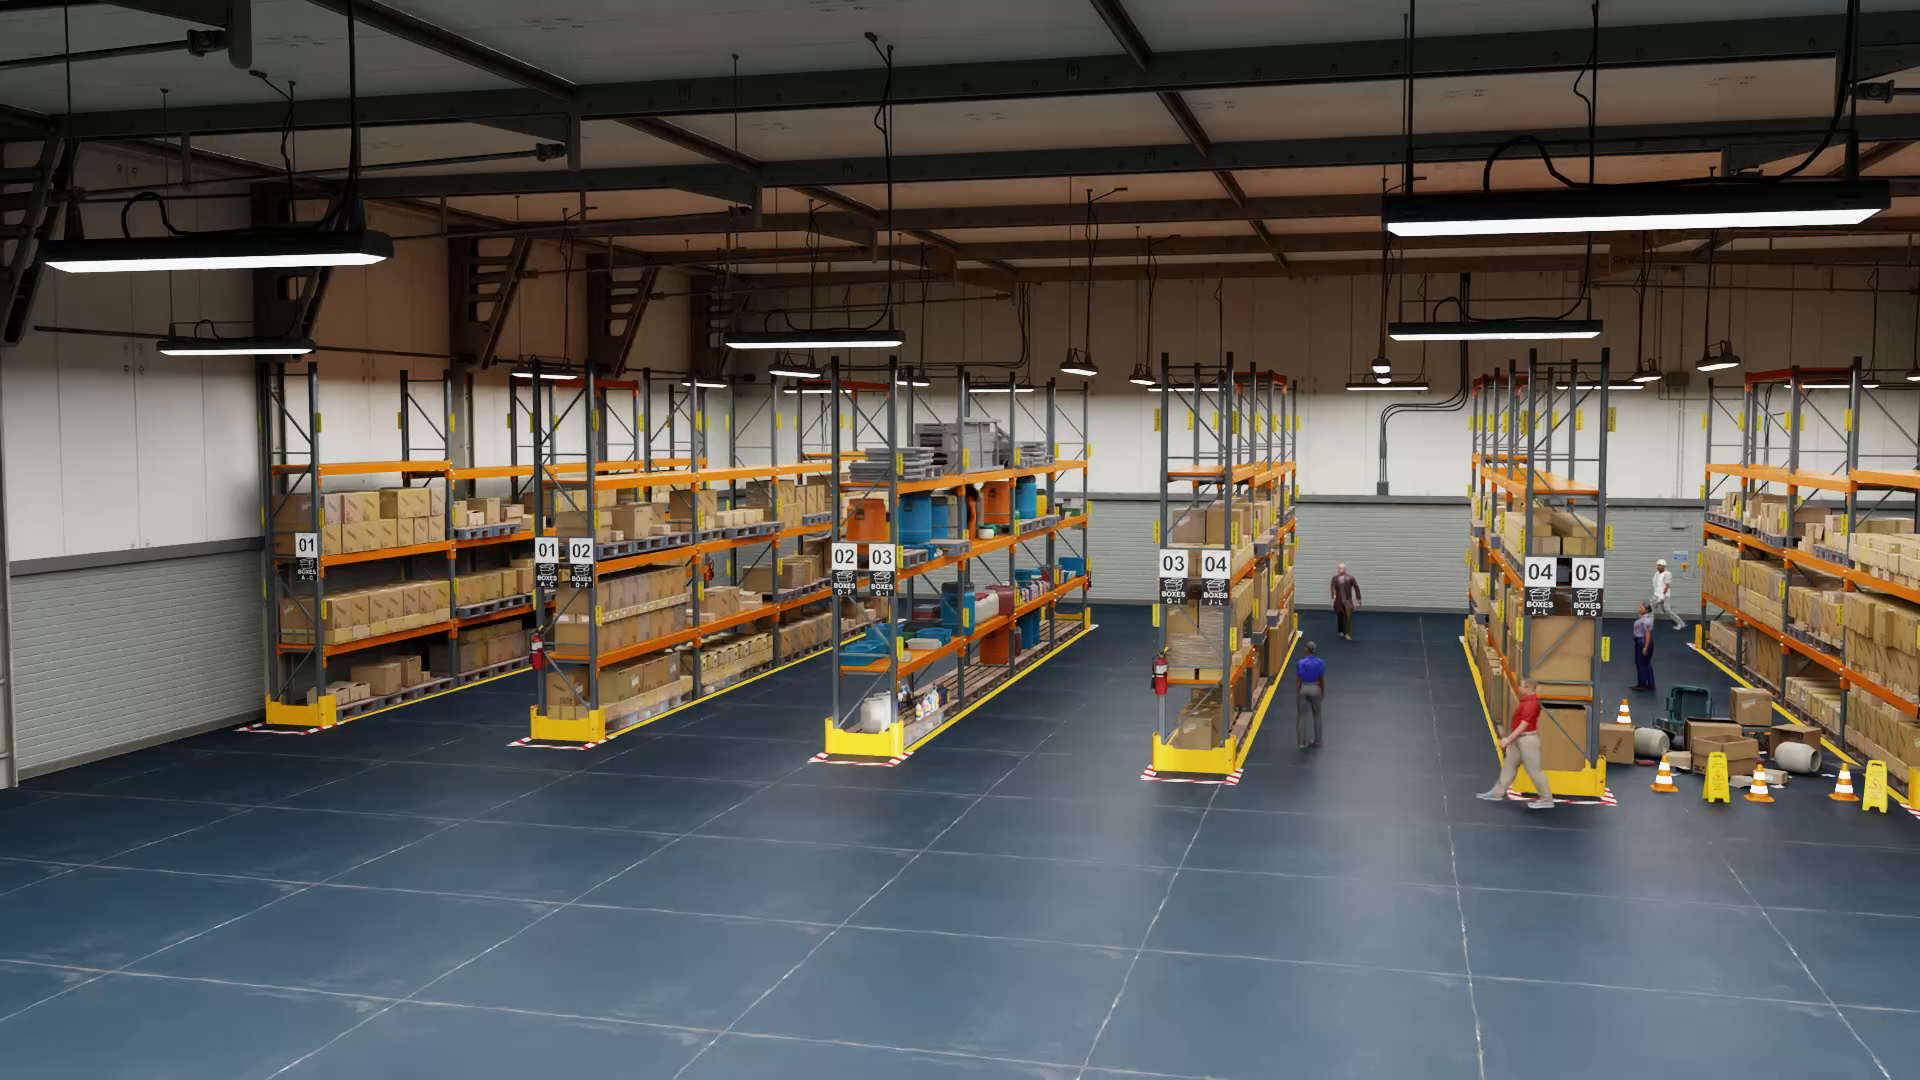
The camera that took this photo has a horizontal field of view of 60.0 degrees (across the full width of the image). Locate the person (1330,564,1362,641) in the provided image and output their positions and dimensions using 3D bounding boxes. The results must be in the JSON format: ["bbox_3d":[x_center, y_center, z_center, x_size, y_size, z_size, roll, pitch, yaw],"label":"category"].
[{"bbox_3d":[8.927,1.416,38.430,0.737,1.727,0.987,0,4,6],"label":"person"}]

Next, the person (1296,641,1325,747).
[{"bbox_3d":[5.446,2.375,25.774,0.415,1.634,0.548,1,4,19],"label":"person"}]

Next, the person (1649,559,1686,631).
[{"bbox_3d":[16.829,1.330,39.810,1.002,1.742,0.611,0,4,4],"label":"person"}]

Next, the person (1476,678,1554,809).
[{"bbox_3d":[7.226,2.622,21.579,0.931,1.691,0.580,1,4,11],"label":"person"}]

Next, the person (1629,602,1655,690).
[{"bbox_3d":[12.849,1.993,31.238,0.415,1.655,0.512,3,5,37],"label":"person"}]
